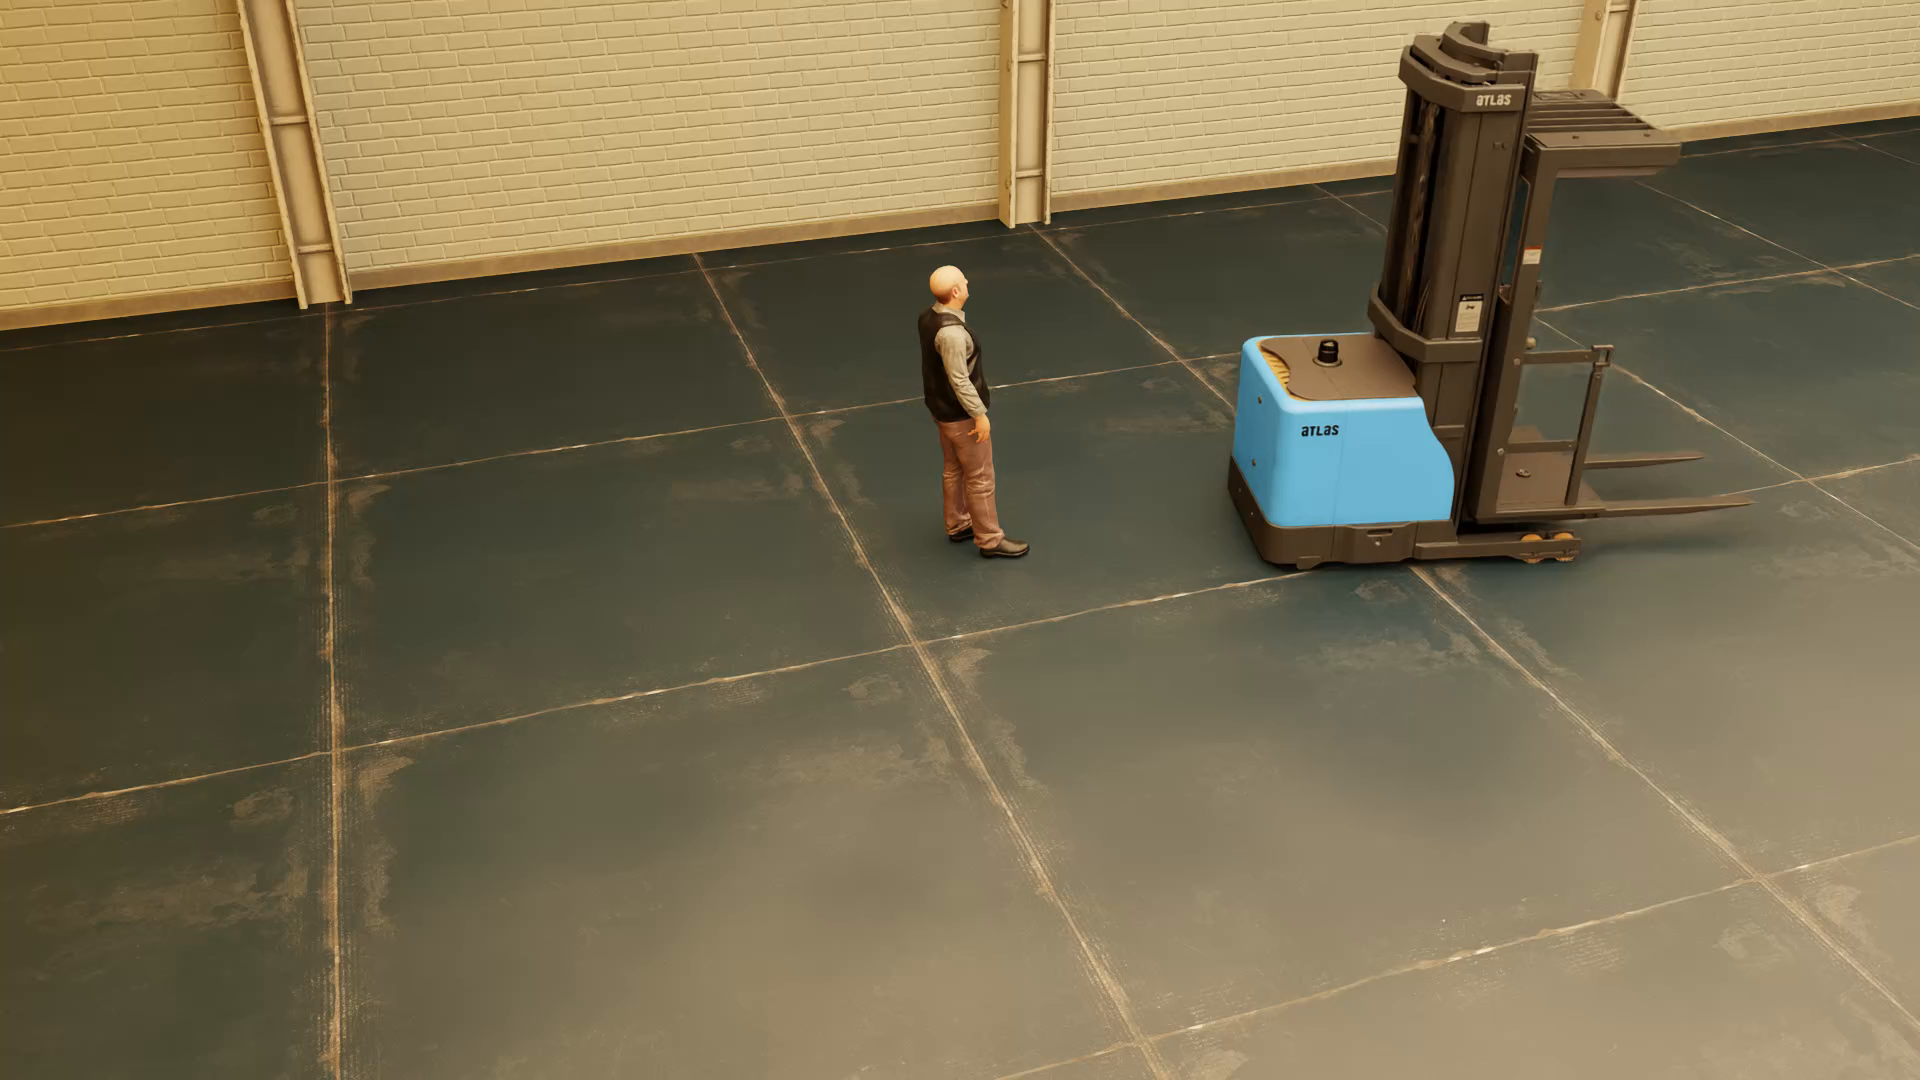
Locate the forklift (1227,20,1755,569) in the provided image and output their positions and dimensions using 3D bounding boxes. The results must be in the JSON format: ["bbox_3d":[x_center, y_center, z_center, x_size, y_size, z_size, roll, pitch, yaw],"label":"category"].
[{"bbox_3d":[3.230,-1.395,9.512,3.031,2.935,1.130,-3,30,-5],"label":"forklift"}]

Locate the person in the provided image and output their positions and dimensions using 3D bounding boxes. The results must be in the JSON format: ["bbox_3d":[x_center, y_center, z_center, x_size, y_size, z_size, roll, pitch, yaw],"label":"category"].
[{"bbox_3d":[0.062,-0.759,9.605,0.566,1.722,0.633,-10,31,-16],"label":"person"}]
